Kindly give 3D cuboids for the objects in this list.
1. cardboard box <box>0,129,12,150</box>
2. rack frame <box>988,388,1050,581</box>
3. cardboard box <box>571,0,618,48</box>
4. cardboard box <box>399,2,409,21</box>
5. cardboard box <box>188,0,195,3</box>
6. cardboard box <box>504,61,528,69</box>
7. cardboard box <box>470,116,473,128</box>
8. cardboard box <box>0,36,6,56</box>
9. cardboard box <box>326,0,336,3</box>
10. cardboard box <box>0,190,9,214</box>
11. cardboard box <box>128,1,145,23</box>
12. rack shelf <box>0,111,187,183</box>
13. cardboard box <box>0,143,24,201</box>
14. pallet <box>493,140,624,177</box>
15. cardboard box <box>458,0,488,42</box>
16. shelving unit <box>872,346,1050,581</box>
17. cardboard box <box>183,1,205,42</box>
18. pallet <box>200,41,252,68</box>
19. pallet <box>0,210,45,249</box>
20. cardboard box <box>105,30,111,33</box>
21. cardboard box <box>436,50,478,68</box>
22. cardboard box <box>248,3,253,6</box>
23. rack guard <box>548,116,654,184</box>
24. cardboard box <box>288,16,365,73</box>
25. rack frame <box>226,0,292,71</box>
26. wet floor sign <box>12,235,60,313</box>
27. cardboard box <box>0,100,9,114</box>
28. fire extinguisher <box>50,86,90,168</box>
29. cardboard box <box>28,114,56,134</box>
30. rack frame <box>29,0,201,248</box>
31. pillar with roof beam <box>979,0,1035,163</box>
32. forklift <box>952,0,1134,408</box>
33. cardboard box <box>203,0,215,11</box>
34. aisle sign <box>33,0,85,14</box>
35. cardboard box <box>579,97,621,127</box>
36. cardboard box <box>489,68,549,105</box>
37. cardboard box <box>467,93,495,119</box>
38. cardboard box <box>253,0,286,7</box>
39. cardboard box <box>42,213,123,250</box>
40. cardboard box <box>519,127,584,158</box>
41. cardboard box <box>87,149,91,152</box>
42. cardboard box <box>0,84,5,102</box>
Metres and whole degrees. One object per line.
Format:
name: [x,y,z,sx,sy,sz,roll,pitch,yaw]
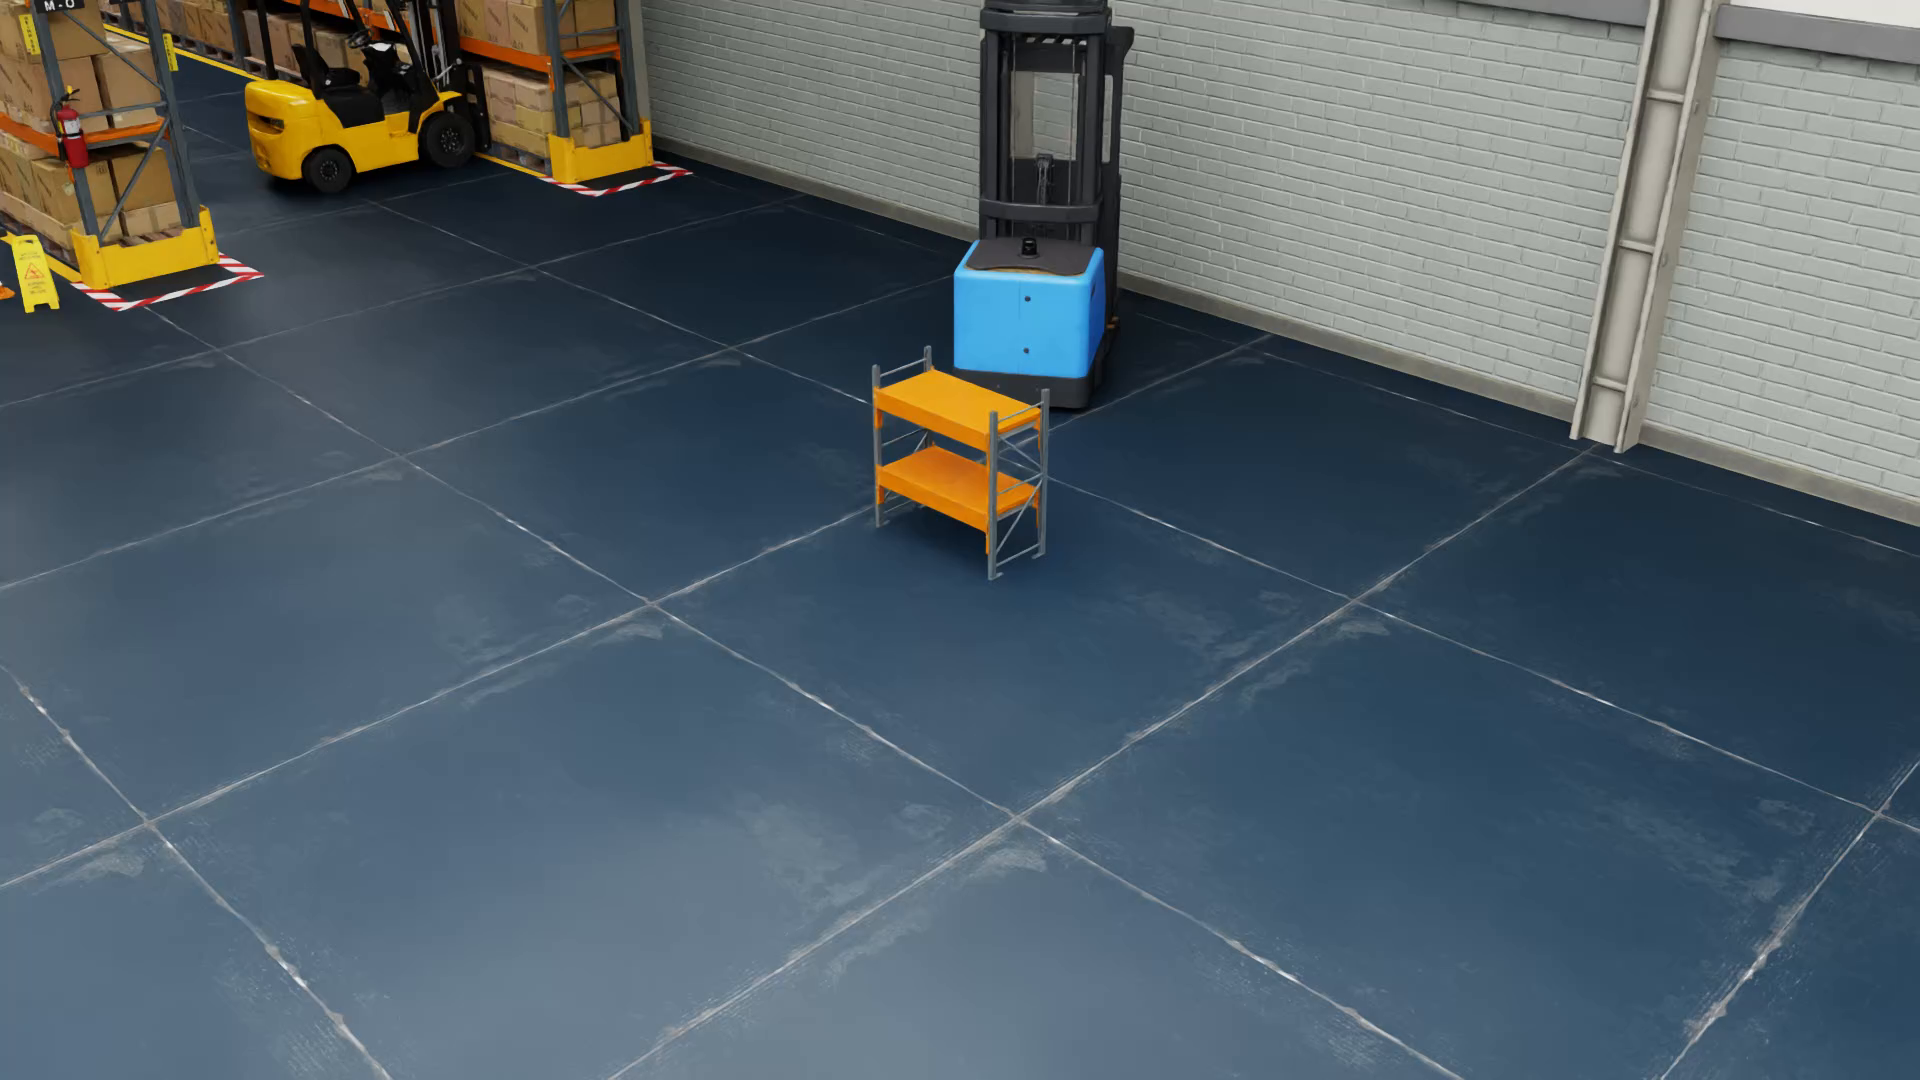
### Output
cardboard box: [-8.893,-3.832,15.808,0.380,0.149,0.250,-23,36,-37]
rack frame: [0.358,-0.334,10.170,0.032,1.125,0.500,25,36,38]
cardboard box: [-4.148,-5.749,18.346,0.500,0.500,0.500,-24,36,-38]
cardboard box: [-6.325,-6.404,19.592,0.500,0.500,0.500,-25,36,-38]
cardboard box: [-10.932,-7.866,24.018,0.250,0.149,0.380,24,36,38]
cardboard box: [-4.907,-5.410,19.238,0.500,0.250,0.500,24,36,38]
cardboard box: [-5.630,-4.962,19.459,0.500,0.250,0.500,-24,36,-38]
cardboard box: [-8.340,-4.682,14.924,0.700,0.500,0.500,-25,37,-39]
cardboard box: [-7.747,-6.929,20.859,0.500,0.250,0.500,24,36,38]
cardboard box: [-9.319,-3.451,16.587,0.500,0.250,0.500,24,36,38]
cardboard box: [-12.359,-8.213,25.374,0.500,0.500,0.500,-23,36,-37]
rack shelf: [-8.893,-4.136,16.160,4.000,0.370,1.077,25,36,38]
cardboard box: [-8.950,-3.614,16.091,0.500,0.500,0.500,24,36,37]
pallet: [-4.564,-4.452,18.983,1.213,0.211,1.003,25,36,38]
cardboard box: [-5.253,-5.908,18.648,0.500,0.500,0.500,24,36,37]
shelving unit: [-0.005,-0.500,10.486,1.048,1.125,0.538,25,36,38]
cardboard box: [-10.871,-7.544,24.101,0.500,0.500,0.500,-23,36,-37]
pallet: [-10.200,-7.083,23.987,1.213,0.211,1.003,25,36,38]
pallet: [-8.941,-3.267,16.731,1.213,0.211,1.003,25,36,38]
cardboard box: [-8.346,-4.558,15.762,0.500,0.500,0.500,24,36,37]
cardboard box: [-5.996,-5.576,19.554,0.500,0.250,0.500,-24,36,-38]
cardboard box: [-10.134,-7.538,24.090,0.500,0.500,0.500,25,37,39]
rack guard: [-3.972,-4.336,18.453,0.348,0.500,1.175,25,36,38]
cardboard box: [-8.307,-6.557,22.092,0.625,0.625,0.875,23,35,36]
rack frame: [-9.694,-8.061,22.850,0.127,3.000,1.000,25,36,38]
wet floor sign: [-8.081,-2.343,14.506,0.267,0.644,0.232,-13,30,-22]
cardboard box: [-8.844,-4.136,15.656,0.250,0.149,0.380,24,36,38]
fire extinguisher: [-7.708,-3.578,14.407,0.183,0.674,0.296,25,36,38]
cardboard box: [-8.142,-3.788,14.994,0.250,0.149,0.380,24,36,38]
rack frame: [-7.467,-3.802,14.751,0.127,3.000,1.000,25,36,38]
pillar with roof beam: [-2.594,-5.246,11.051,0.400,9.000,9.100,25,36,38]
forklift: [0.744,-2.951,13.206,1.130,2.935,3.031,6,28,10]
cardboard box: [-10.440,-7.583,23.480,0.250,0.149,0.380,22,35,36]
aisle sign: [-7.626,-4.836,13.925,0.004,0.787,0.394,25,36,38]
cardboard box: [-4.179,-4.863,18.735,0.500,0.250,0.500,-25,36,-38]
cardboard box: [-4.905,-5.073,18.598,0.500,0.250,0.500,-25,36,-38]
cardboard box: [-5.289,-5.024,19.042,0.500,0.250,0.500,24,36,37]
cardboard box: [-9.847,-7.701,23.704,0.380,0.149,0.250,-23,35,-37]
cardboard box: [-8.249,-2.953,15.640,0.500,0.250,0.500,24,36,38]
cardboard box: [-4.546,-4.468,18.521,0.500,0.250,0.500,25,37,39]
cardboard box: [-8.241,-3.635,16.130,0.500,0.500,0.500,23,35,37]
cardboard box: [-8.755,-4.393,15.448,0.500,0.500,0.500,24,36,38]
